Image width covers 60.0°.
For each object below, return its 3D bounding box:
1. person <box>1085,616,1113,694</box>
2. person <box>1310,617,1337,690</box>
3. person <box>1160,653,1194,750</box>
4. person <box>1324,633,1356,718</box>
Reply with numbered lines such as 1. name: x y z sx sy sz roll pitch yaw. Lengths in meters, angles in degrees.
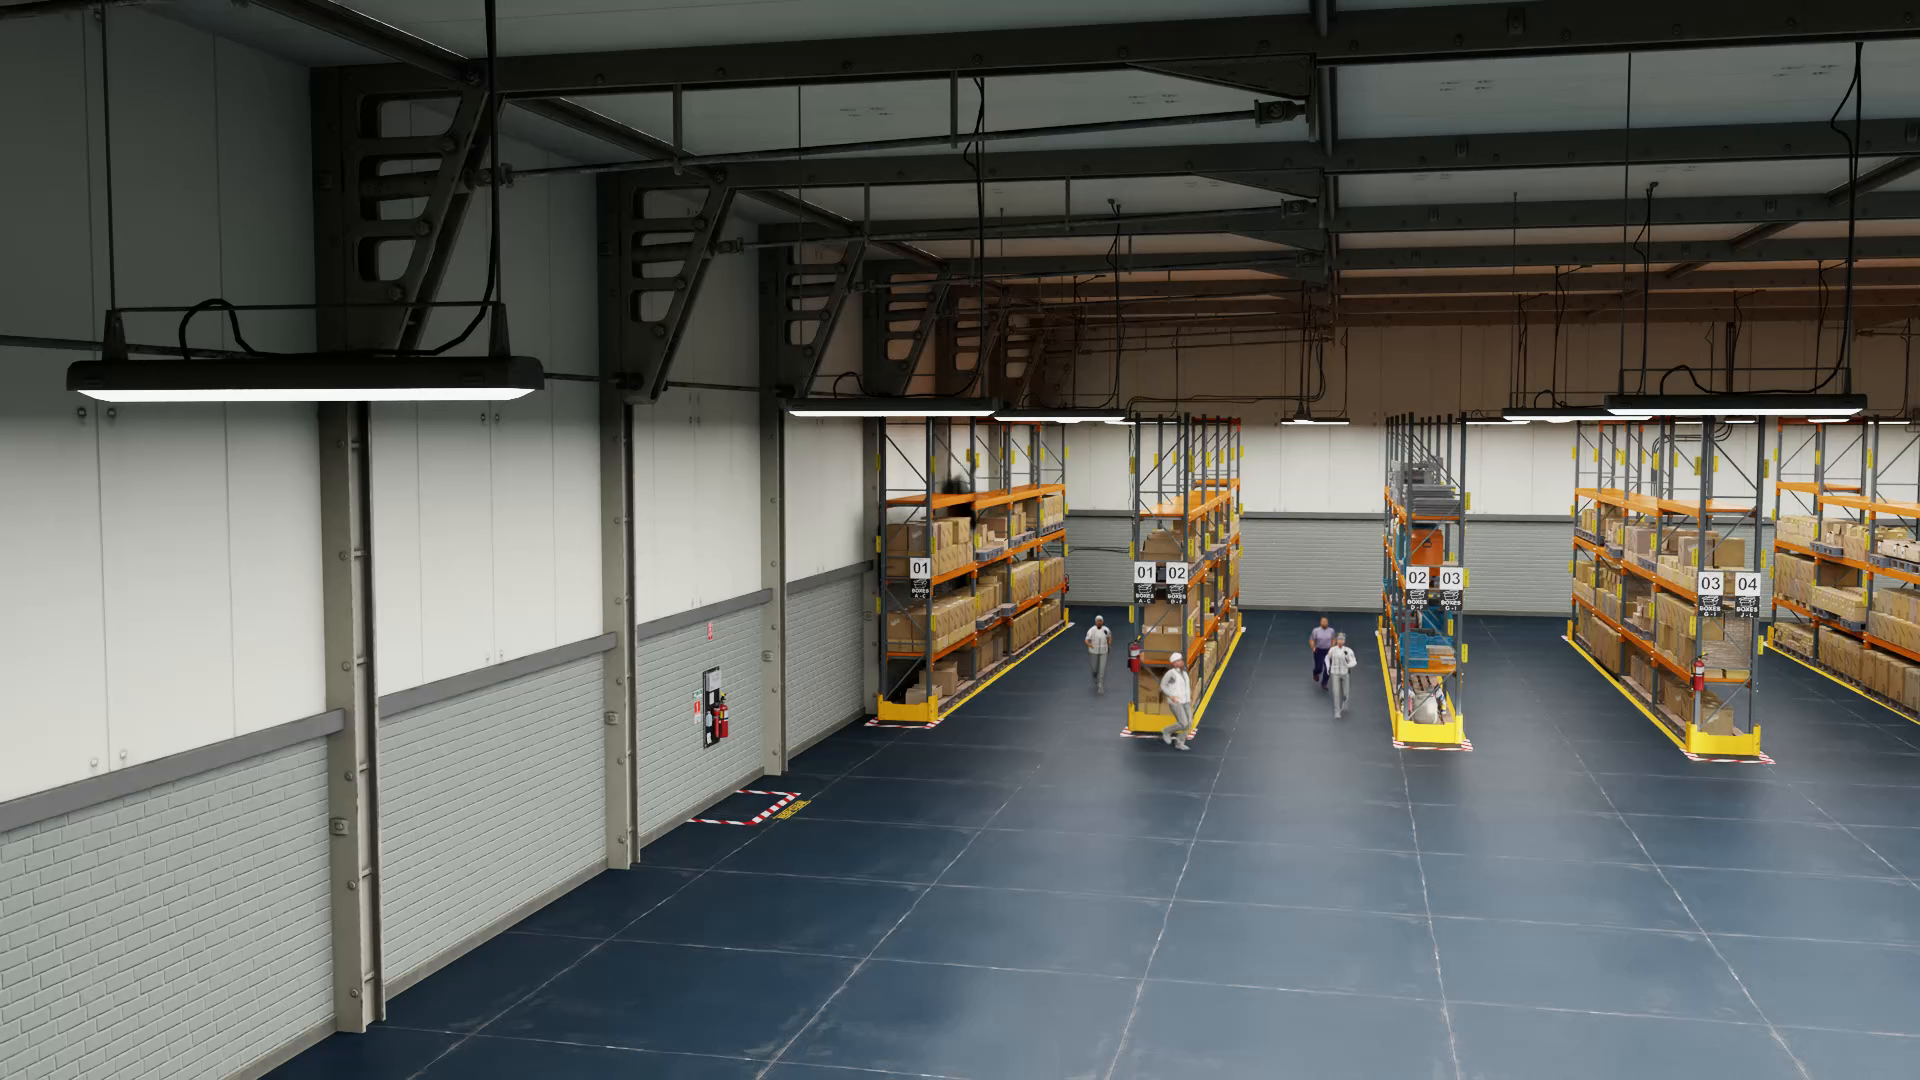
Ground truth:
1. person: 3.017 2.469 36.074 0.607 1.648 0.849 0 4 1
2. person: 7.971 2.466 36.504 0.593 1.600 0.586 0 4 3
3. person: 3.867 2.868 29.580 0.549 1.726 0.676 4 5 44
4. person: 7.525 2.659 32.937 0.626 1.660 0.832 1 4 14
